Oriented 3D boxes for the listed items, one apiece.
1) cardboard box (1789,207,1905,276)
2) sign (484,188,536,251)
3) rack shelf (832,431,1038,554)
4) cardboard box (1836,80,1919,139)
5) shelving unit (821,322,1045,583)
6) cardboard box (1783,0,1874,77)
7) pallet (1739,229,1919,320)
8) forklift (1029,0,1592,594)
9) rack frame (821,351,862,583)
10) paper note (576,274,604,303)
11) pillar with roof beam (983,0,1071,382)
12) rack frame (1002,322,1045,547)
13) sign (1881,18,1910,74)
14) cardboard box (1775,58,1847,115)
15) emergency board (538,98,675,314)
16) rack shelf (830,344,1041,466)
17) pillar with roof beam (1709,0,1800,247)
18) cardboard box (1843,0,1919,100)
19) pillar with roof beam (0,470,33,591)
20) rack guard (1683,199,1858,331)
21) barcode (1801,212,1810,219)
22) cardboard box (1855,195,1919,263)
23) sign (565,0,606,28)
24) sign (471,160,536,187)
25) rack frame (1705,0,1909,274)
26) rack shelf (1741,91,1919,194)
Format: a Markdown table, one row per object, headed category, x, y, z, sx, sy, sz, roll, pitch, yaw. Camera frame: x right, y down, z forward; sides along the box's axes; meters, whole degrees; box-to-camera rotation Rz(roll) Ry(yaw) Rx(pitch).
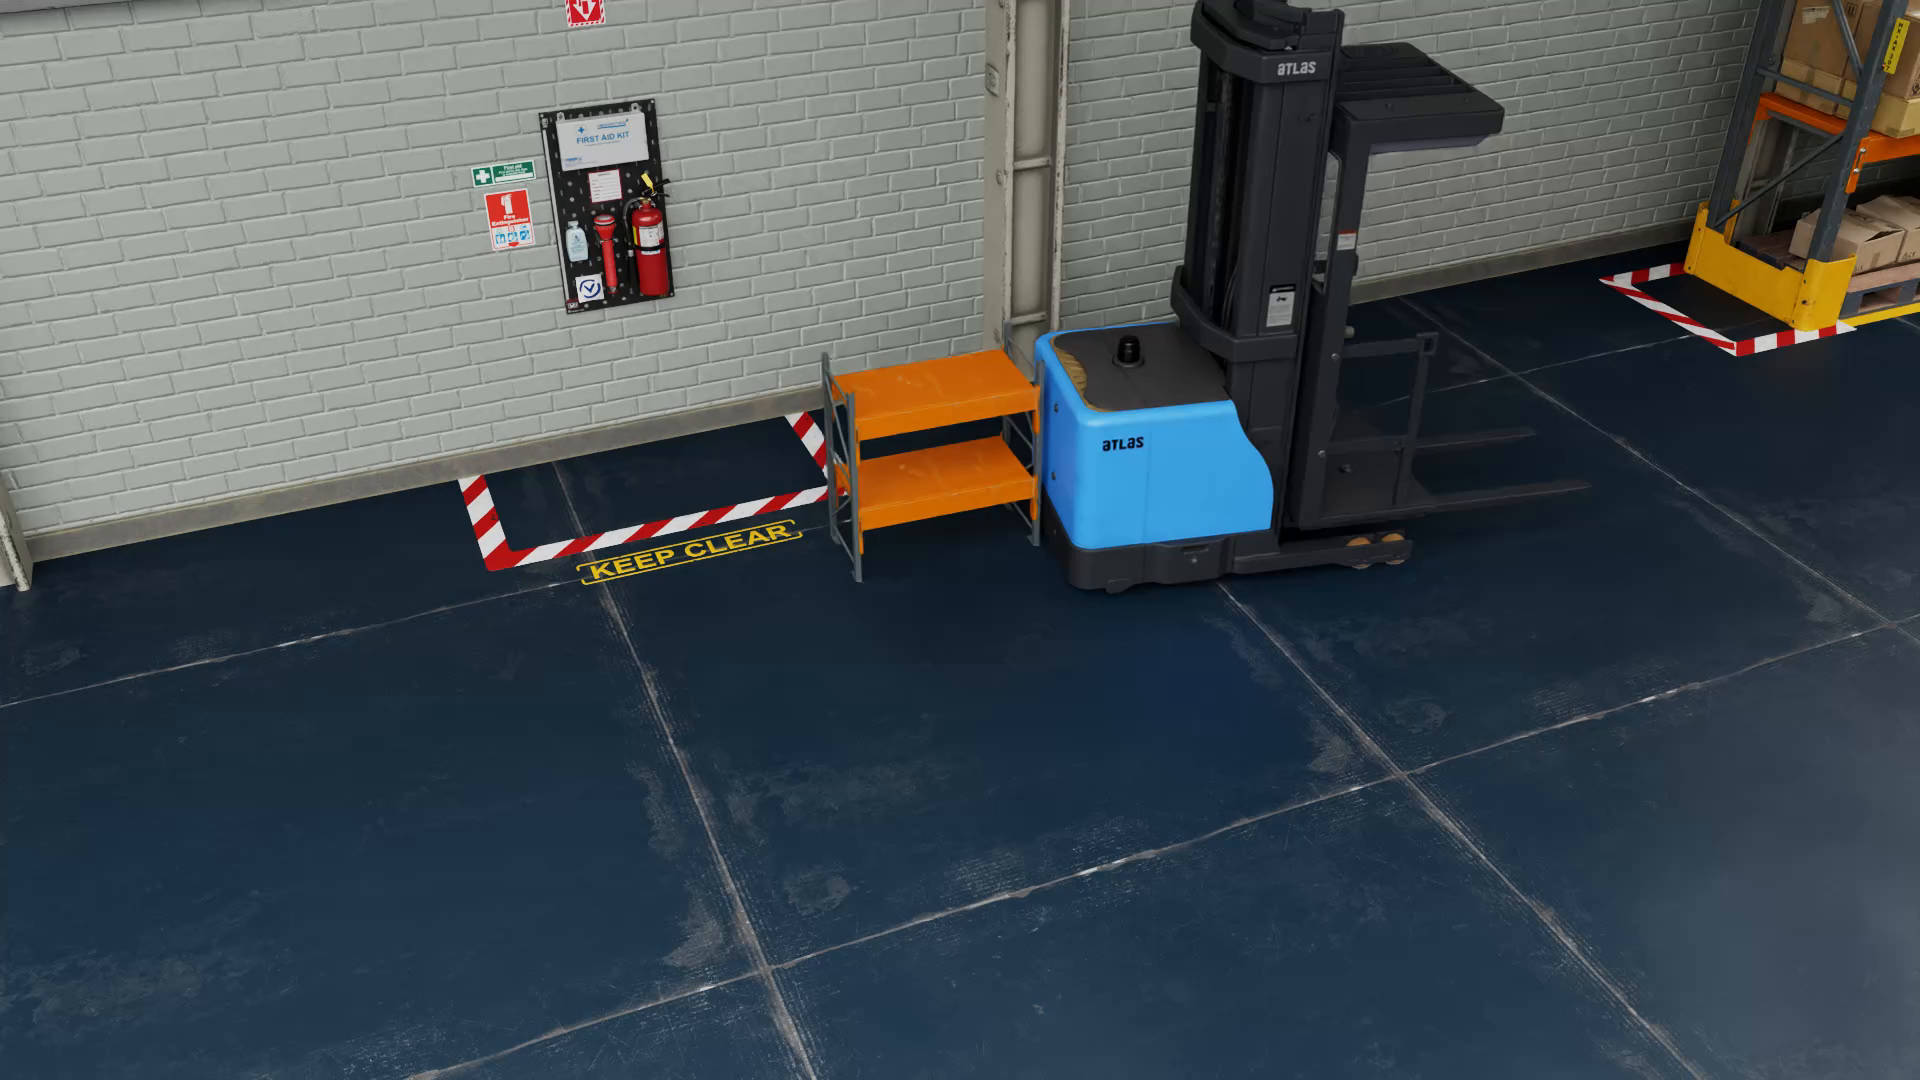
| category | x | y | z | sx | sy | sz | roll | pitch | yaw |
| --- | --- | --- | --- | --- | --- | --- | --- | --- | --- |
| cardboard box | 6.282 | -2.142 | 11.772 | 0.500 | 0.311 | 0.500 | -17 | 37 | -24 |
| sign | -2.455 | -1.748 | 9.071 | 0.234 | 0.329 | 0.001 | -13 | 35 | -19 |
| rack shelf | -0.142 | -0.265 | 8.992 | 1.000 | 0.278 | 0.538 | -11 | 35 | -17 |
| cardboard box | 6.182 | -2.873 | 10.952 | 0.500 | 0.250 | 0.500 | -14 | 36 | -20 |
| shelving unit | -0.142 | -0.470 | 8.859 | 1.048 | 1.125 | 0.538 | -11 | 35 | -17 |
| cardboard box | 5.962 | -3.450 | 11.152 | 0.500 | 0.500 | 0.500 | -13 | 35 | -19 |
| pallet | 6.442 | -1.985 | 12.025 | 1.213 | 0.211 | 1.003 | -13 | 35 | -19 |
| forklift | 1.958 | -1.349 | 8.554 | 3.031 | 2.935 | 1.130 | -7 | 34 | -10 |
| rack frame | -0.619 | -0.375 | 8.713 | 0.032 | 1.125 | 0.500 | -11 | 35 | -17 |
| paper note | -2.096 | -1.426 | 9.417 | 0.142 | 0.148 | 0.016 | -13 | 35 | -19 |
| pillar with roof beam | 2.054 | -2.650 | 4.990 | 0.400 | 9.000 | 9.100 | -13 | 35 | -19 |
| rack frame | 0.336 | -0.565 | 9.004 | 0.032 | 1.125 | 0.500 | -11 | 35 | -17 |
| sign | 5.819 | -3.074 | 10.349 | 0.005 | 0.325 | 0.100 | -13 | 35 | -19 |
| cardboard box | 5.965 | -3.126 | 11.341 | 0.500 | 0.250 | 0.500 | -12 | 35 | -18 |
| emergency board | -1.906 | -1.798 | 9.180 | 0.643 | 1.169 | 0.194 | -13 | 35 | -19 |
| rack shelf | -0.142 | -0.715 | 8.699 | 1.000 | 0.278 | 0.538 | -11 | 35 | -17 |
| pillar with roof beam | 7.586 | -3.917 | 6.937 | 0.400 | 9.000 | 9.100 | -13 | 35 | -19 |
| cardboard box | 6.166 | -3.194 | 10.758 | 0.500 | 0.500 | 0.500 | -13 | 35 | -19 |
| pillar with roof beam | -3.478 | -1.383 | 3.043 | 0.400 | 9.000 | 9.100 | -13 | 35 | -19 |
| rack guard | 5.679 | -1.953 | 11.710 | 0.348 | 0.500 | 1.175 | -13 | 35 | -19 |
| barcode | 6.144 | -2.351 | 12.085 | 0.075 | 0.075 | 0.001 | -13 | 35 | -19 |
| cardboard box | 6.808 | -2.263 | 11.957 | 0.500 | 0.311 | 0.500 | -10 | 34 | -15 |
| sign | -1.952 | -2.818 | 8.623 | 0.199 | 0.298 | 0.001 | -13 | 35 | -19 |
| sign | -2.448 | -1.966 | 8.921 | 0.331 | 0.109 | 0.001 | -13 | 35 | -19 |
| rack frame | 5.609 | -2.984 | 11.004 | 0.127 | 3.000 | 1.000 | -13 | 35 | -19 |
| rack shelf | 7.453 | -3.105 | 11.849 | 4.000 | 0.370 | 1.077 | -13 | 35 | -19 |
